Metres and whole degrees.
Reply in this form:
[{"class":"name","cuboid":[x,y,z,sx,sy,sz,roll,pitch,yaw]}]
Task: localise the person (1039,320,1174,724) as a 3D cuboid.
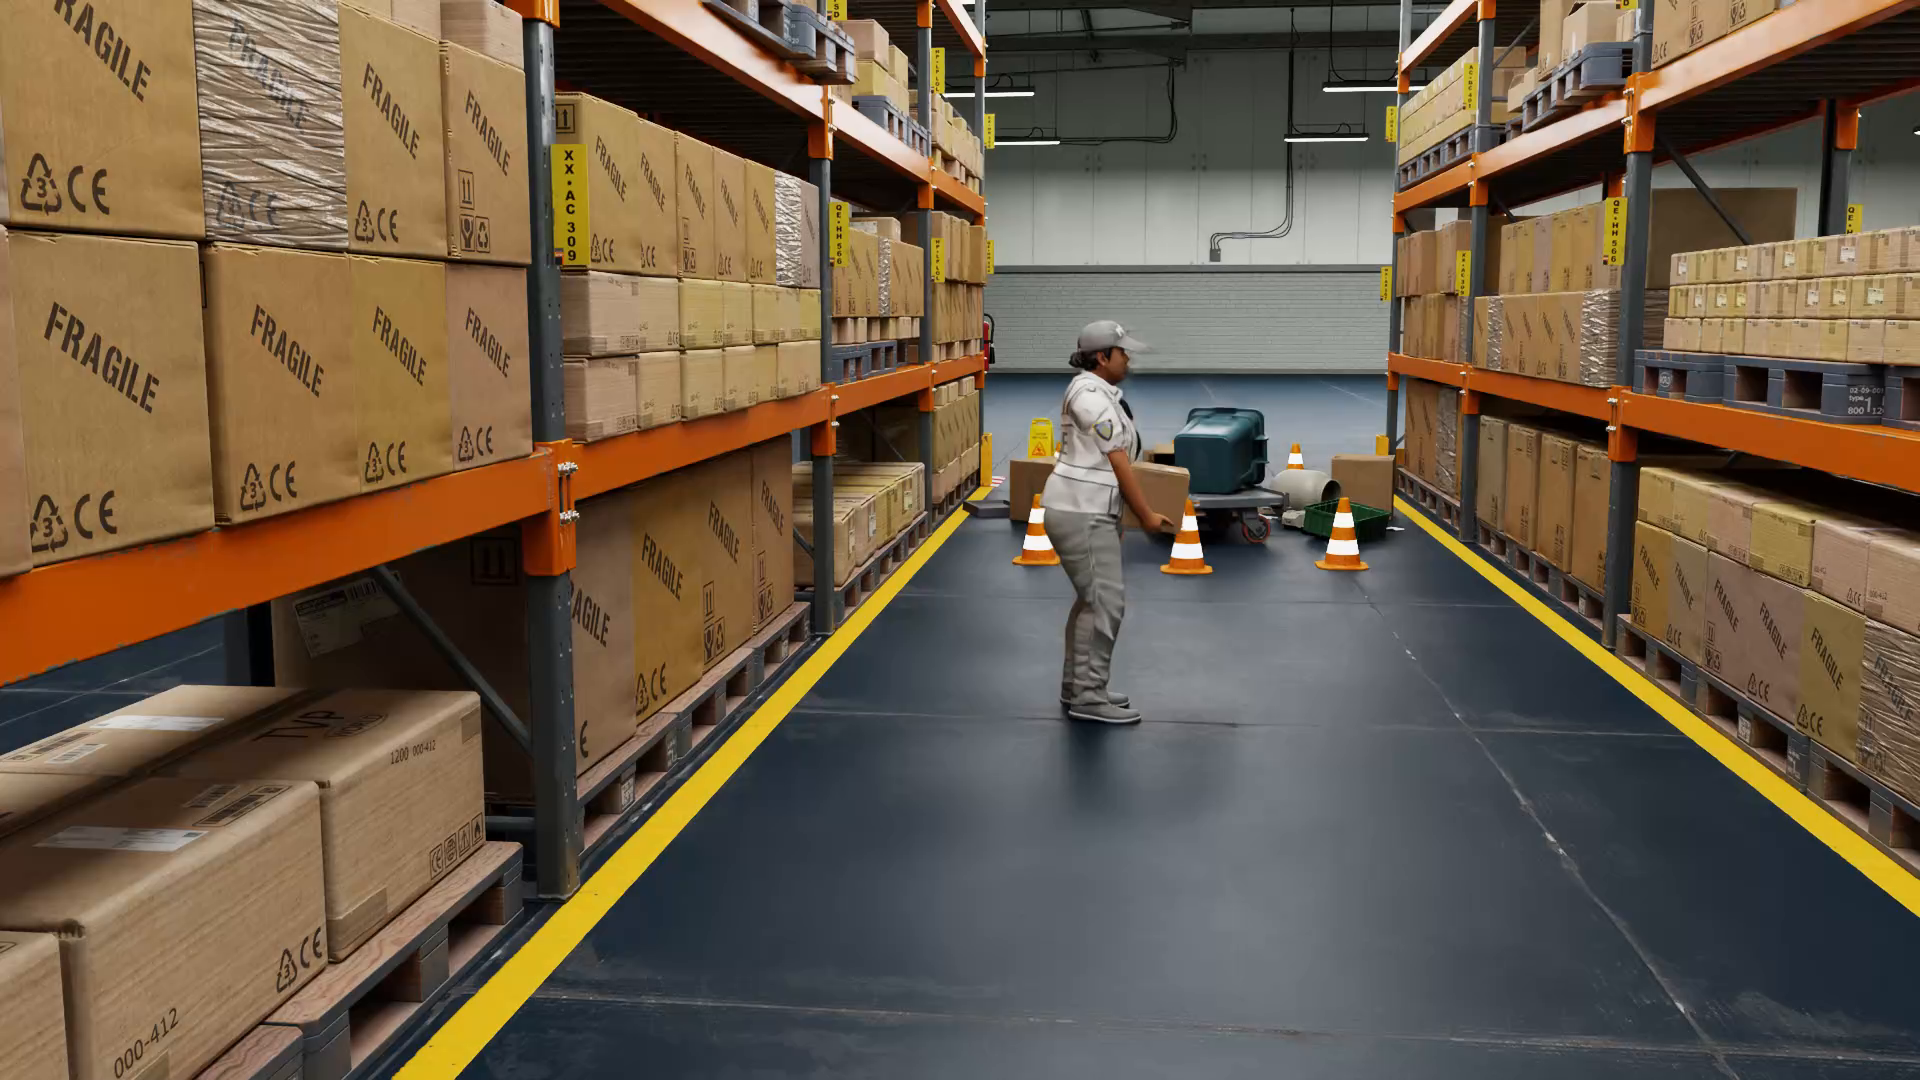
[{"class":"person","cuboid":[0.609,-0.082,6.949,0.560,1.660,0.452,1,8,5]}]
